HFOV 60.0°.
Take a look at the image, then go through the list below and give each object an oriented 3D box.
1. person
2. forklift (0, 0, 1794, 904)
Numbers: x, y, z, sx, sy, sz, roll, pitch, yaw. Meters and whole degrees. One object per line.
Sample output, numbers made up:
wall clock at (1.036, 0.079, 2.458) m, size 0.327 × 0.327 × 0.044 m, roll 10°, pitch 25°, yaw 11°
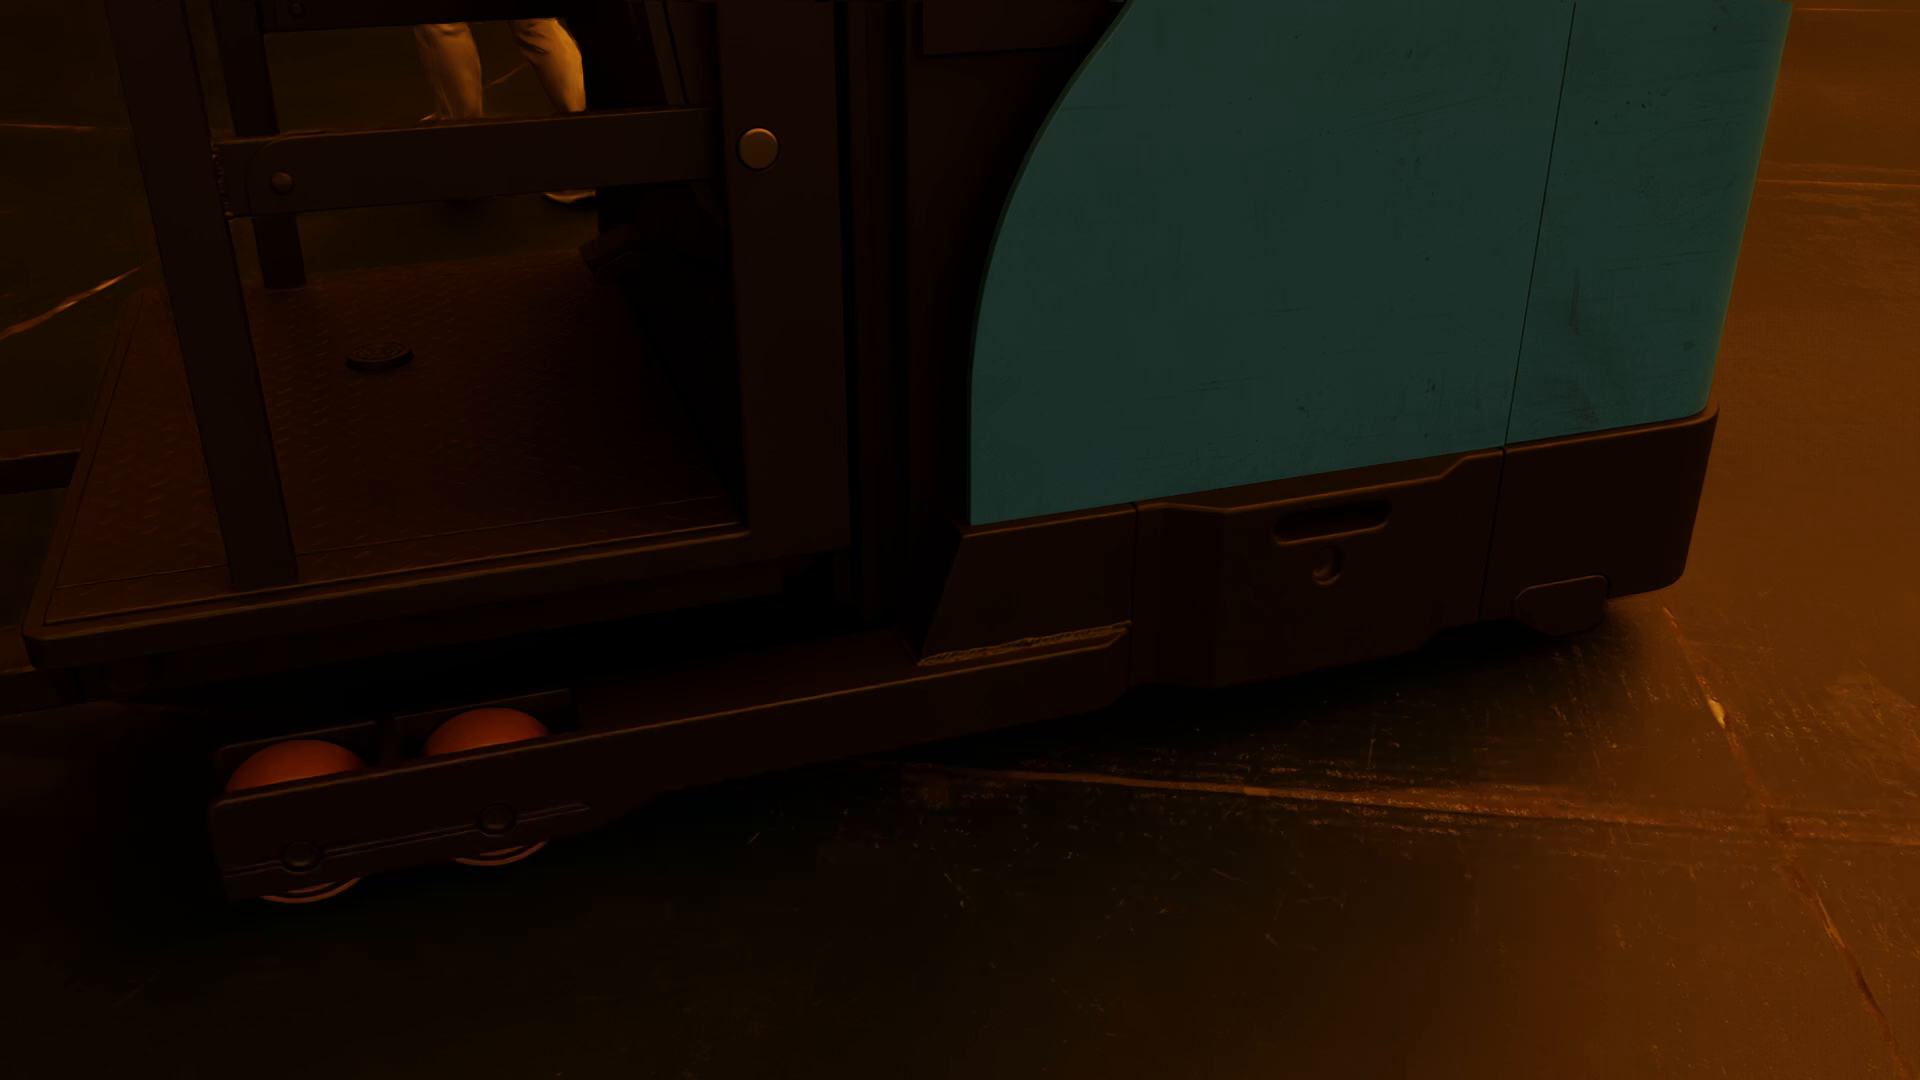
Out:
person at (-1.062, -1.555, 3.898) m, size 0.783 × 1.663 × 0.549 m, roll 13°, pitch 29°, yaw 23°
forklift at (-0.583, -1.198, 1.617) m, size 3.031 × 2.935 × 1.130 m, roll -9°, pitch 28°, yaw -17°
